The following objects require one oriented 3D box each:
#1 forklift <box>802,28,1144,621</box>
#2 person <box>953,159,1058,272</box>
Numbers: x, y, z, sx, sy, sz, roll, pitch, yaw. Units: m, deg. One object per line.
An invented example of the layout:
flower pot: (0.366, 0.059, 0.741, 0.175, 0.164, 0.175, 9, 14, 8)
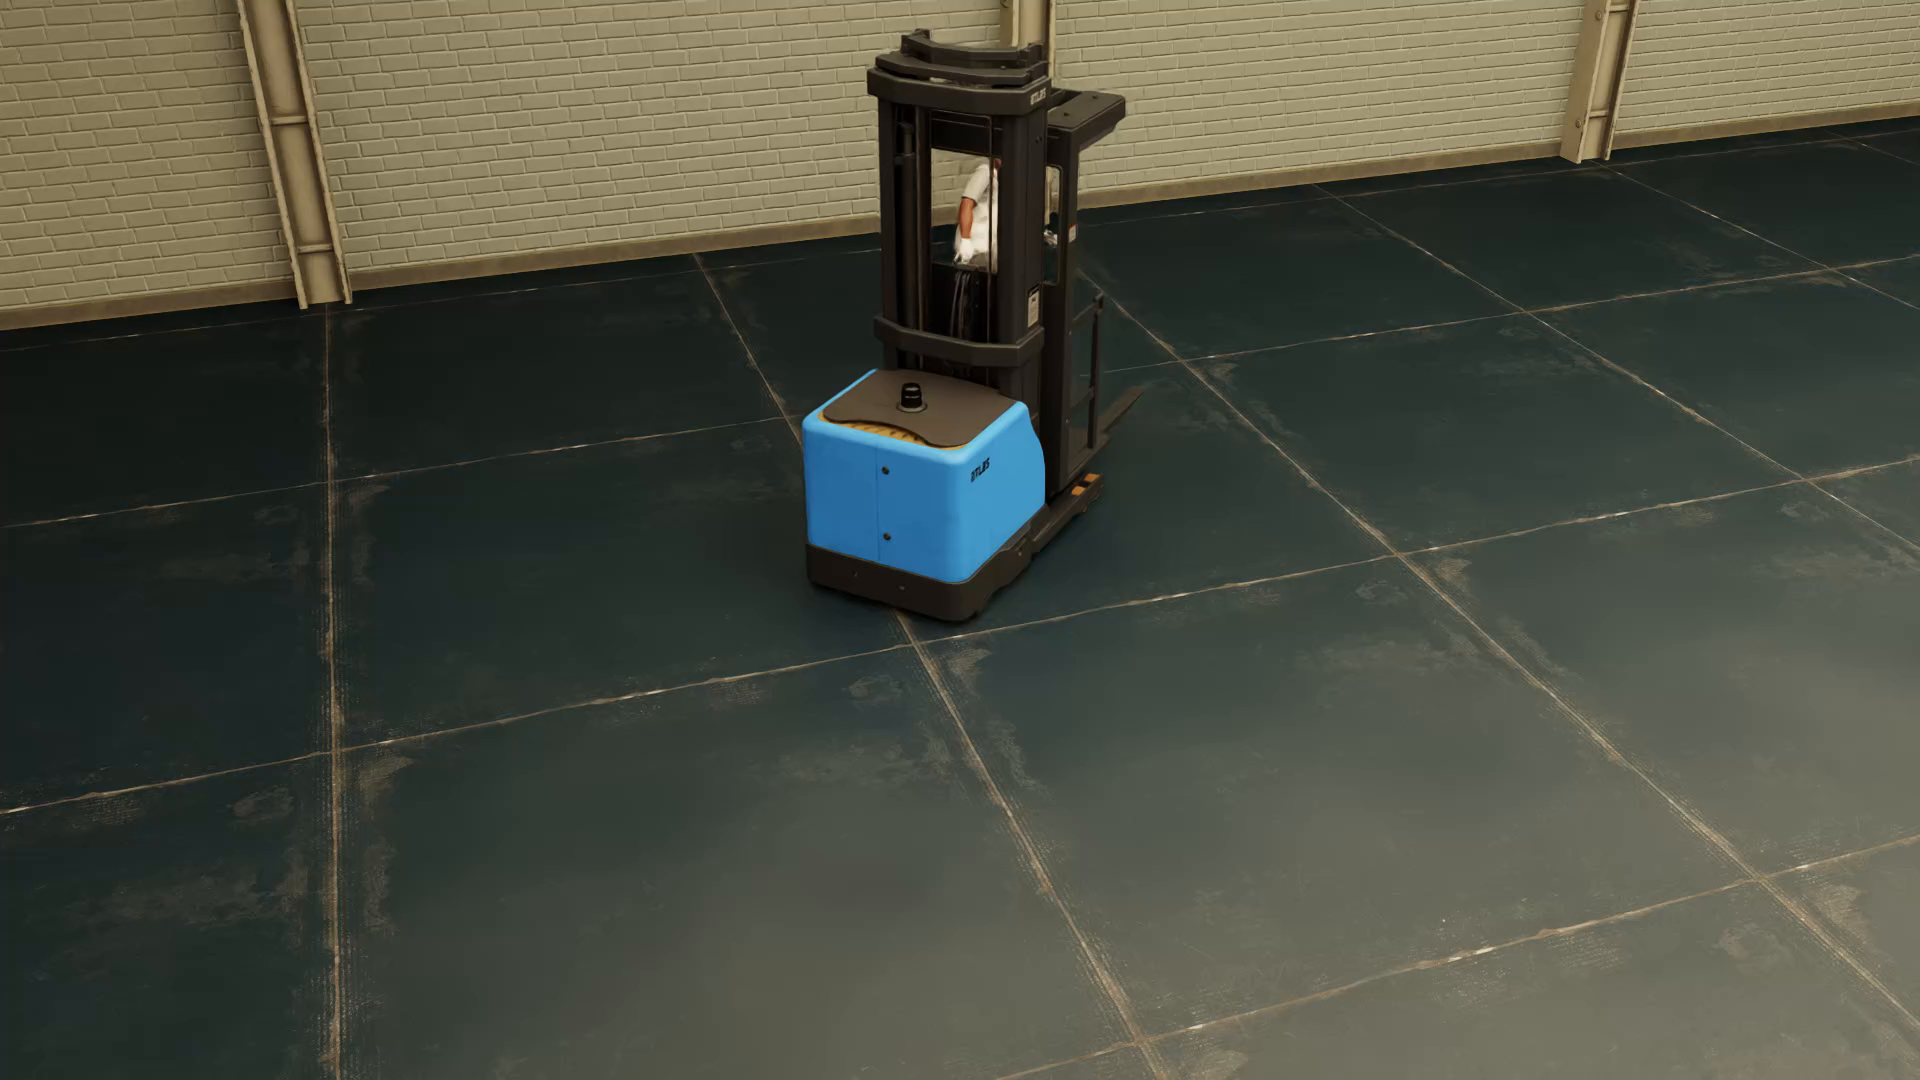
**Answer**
forklift: (0.257, -1.533, 9.752, 1.130, 2.935, 3.031, 15, 33, 24)
person: (0.336, -2.187, 12.269, 0.816, 1.576, 0.798, -2, 30, -3)
